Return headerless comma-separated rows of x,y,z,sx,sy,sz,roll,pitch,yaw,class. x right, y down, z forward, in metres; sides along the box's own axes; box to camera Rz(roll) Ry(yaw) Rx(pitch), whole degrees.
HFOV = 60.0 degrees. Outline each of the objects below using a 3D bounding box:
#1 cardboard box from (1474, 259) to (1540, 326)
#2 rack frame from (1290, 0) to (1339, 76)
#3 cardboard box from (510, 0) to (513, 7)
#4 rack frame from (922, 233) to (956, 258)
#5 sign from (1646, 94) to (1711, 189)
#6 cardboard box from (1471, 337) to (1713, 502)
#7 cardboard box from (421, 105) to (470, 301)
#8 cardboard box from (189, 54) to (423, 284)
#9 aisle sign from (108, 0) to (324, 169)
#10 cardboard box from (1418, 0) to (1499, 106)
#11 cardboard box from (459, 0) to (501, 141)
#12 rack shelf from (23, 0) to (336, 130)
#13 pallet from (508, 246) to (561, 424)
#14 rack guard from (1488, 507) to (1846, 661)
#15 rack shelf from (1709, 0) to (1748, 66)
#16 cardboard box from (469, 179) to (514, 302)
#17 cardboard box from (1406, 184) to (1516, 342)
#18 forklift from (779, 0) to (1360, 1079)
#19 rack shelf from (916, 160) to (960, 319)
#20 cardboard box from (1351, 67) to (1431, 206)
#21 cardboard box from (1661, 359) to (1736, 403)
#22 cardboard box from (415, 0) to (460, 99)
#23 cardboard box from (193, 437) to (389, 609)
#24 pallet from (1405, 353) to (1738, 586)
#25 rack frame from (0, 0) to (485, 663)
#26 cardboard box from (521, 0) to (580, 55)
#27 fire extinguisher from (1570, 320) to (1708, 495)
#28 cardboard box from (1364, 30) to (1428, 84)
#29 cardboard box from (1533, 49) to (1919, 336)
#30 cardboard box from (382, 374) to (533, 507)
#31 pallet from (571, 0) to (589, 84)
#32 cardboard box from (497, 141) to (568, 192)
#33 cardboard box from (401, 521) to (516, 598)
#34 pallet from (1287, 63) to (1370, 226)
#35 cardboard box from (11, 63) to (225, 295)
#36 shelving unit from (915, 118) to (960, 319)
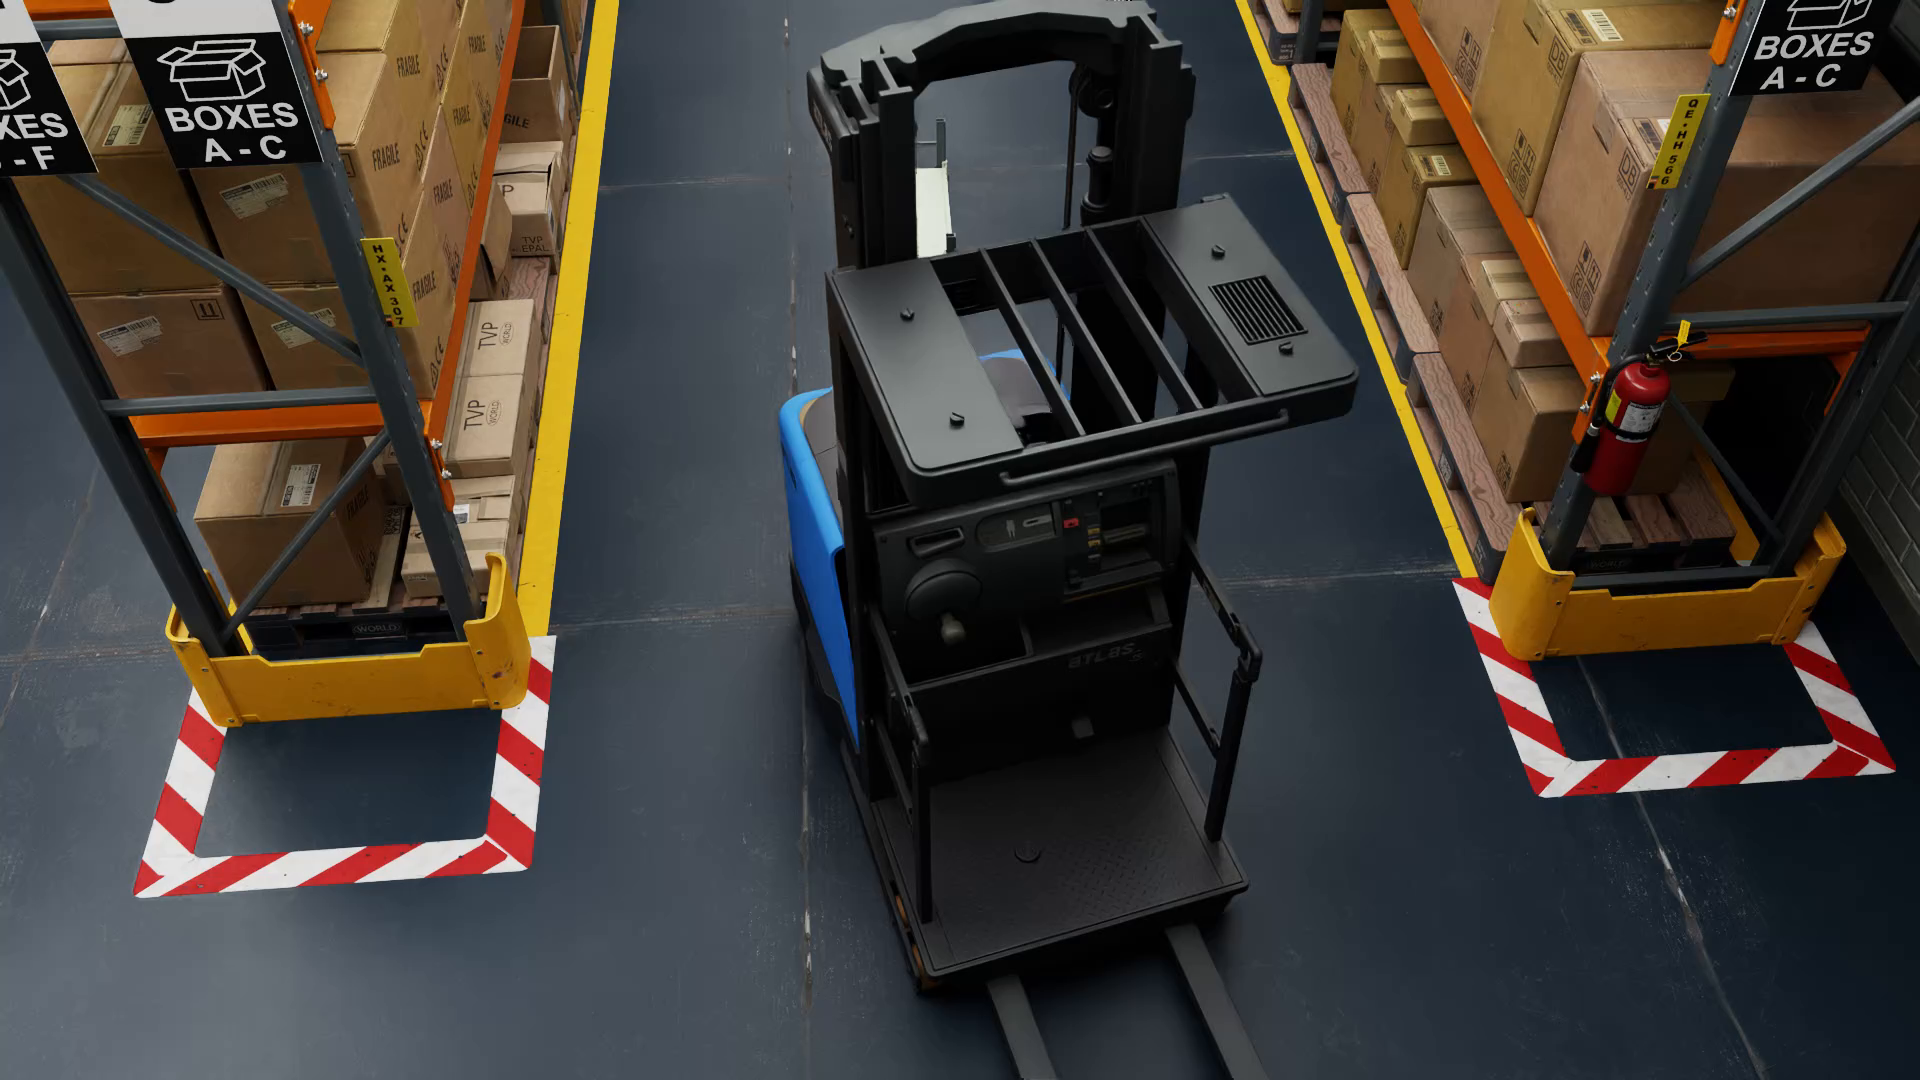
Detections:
2.326,-1.010,6.763,0.380,0.149,0.250,-2,47,-2,cardboard box
2.364,-3.629,8.258,1.000,3.000,0.127,-3,47,-3,rack frame
-2.230,-2.641,7.253,0.500,0.500,0.500,-2,47,-2,cardboard box
-0.214,-0.547,6.371,0.400,1.500,0.023,-2,47,-2,rack frame
2.157,-1.192,4.989,0.100,0.325,0.005,-3,47,-3,sign
2.540,-0.521,6.746,0.700,0.500,0.500,-3,47,-3,cardboard box
-2.060,-1.176,5.865,0.500,0.500,0.500,-4,47,-4,cardboard box
-2.012,-1.147,5.149,0.500,0.500,0.500,-2,47,-2,cardboard box
-1.939,-1.294,4.256,0.394,0.787,0.004,-3,47,-3,aisle sign
2.519,-2.285,6.778,0.980,0.700,0.700,-6,47,-5,cardboard box
-2.140,-1.901,6.552,0.500,0.500,0.500,-3,47,-3,cardboard box
-2.405,-2.663,5.772,1.077,0.370,4.000,-3,47,-3,rack shelf
-2.411,-0.985,7.674,1.003,0.211,1.213,-3,47,-3,pallet
2.701,0.141,6.408,1.175,0.500,0.348,-3,47,-3,rack guard
2.531,-2.967,6.060,1.077,0.370,4.000,-3,47,-3,rack shelf
-2.410,-1.260,7.430,0.797,0.503,0.637,-3,47,-3,cardboard box
2.456,-1.247,7.434,0.700,0.500,0.500,-5,47,-5,cardboard box
0.277,0.137,4.738,1.130,2.935,3.031,-13,48,-12,forklift
-0.235,-1.081,6.339,0.431,0.370,0.720,-2,47,-2,rack shelf
2.363,-2.003,8.150,0.700,0.500,0.500,-4,47,-4,cardboard box
2.750,-0.665,6.436,0.380,0.149,0.250,-3,47,-3,cardboard box
-2.100,-1.887,5.850,0.500,0.500,0.500,-3,47,-3,cardboard box
-2.528,-0.102,6.336,0.500,0.500,0.500,-3,47,-3,cardboard box
2.554,-0.350,7.073,1.003,0.211,1.213,-3,47,-3,pallet
-2.237,-0.432,5.229,1.000,3.000,0.127,-3,47,-3,rack frame
-2.370,-2.982,9.064,0.500,0.500,0.500,-5,47,-5,cardboard box
2.251,-0.443,5.551,0.296,0.674,0.183,-3,47,-3,fire extinguisher
2.171,-2.331,8.014,0.380,0.149,0.250,-2,47,-2,cardboard box
2.646,-1.207,5.757,0.980,0.700,0.700,-2,47,-1,cardboard box
-2.042,-0.410,6.799,0.500,0.250,0.500,-3,47,-3,cardboard box
-2.678,-2.953,9.538,1.003,0.211,1.213,-3,47,-3,pallet
-2.151,-1.834,8.218,0.380,0.149,0.250,-3,47,-3,cardboard box
-1.930,0.074,6.411,0.380,0.149,0.250,-3,47,-3,cardboard box
2.349,-2.116,8.745,1.003,0.211,1.213,-3,47,-3,pallet
-2.549,-1.115,5.119,0.500,0.500,0.500,-4,47,-4,cardboard box
-0.235,-0.812,6.623,0.431,1.500,0.755,-2,47,-2,shelving unit
